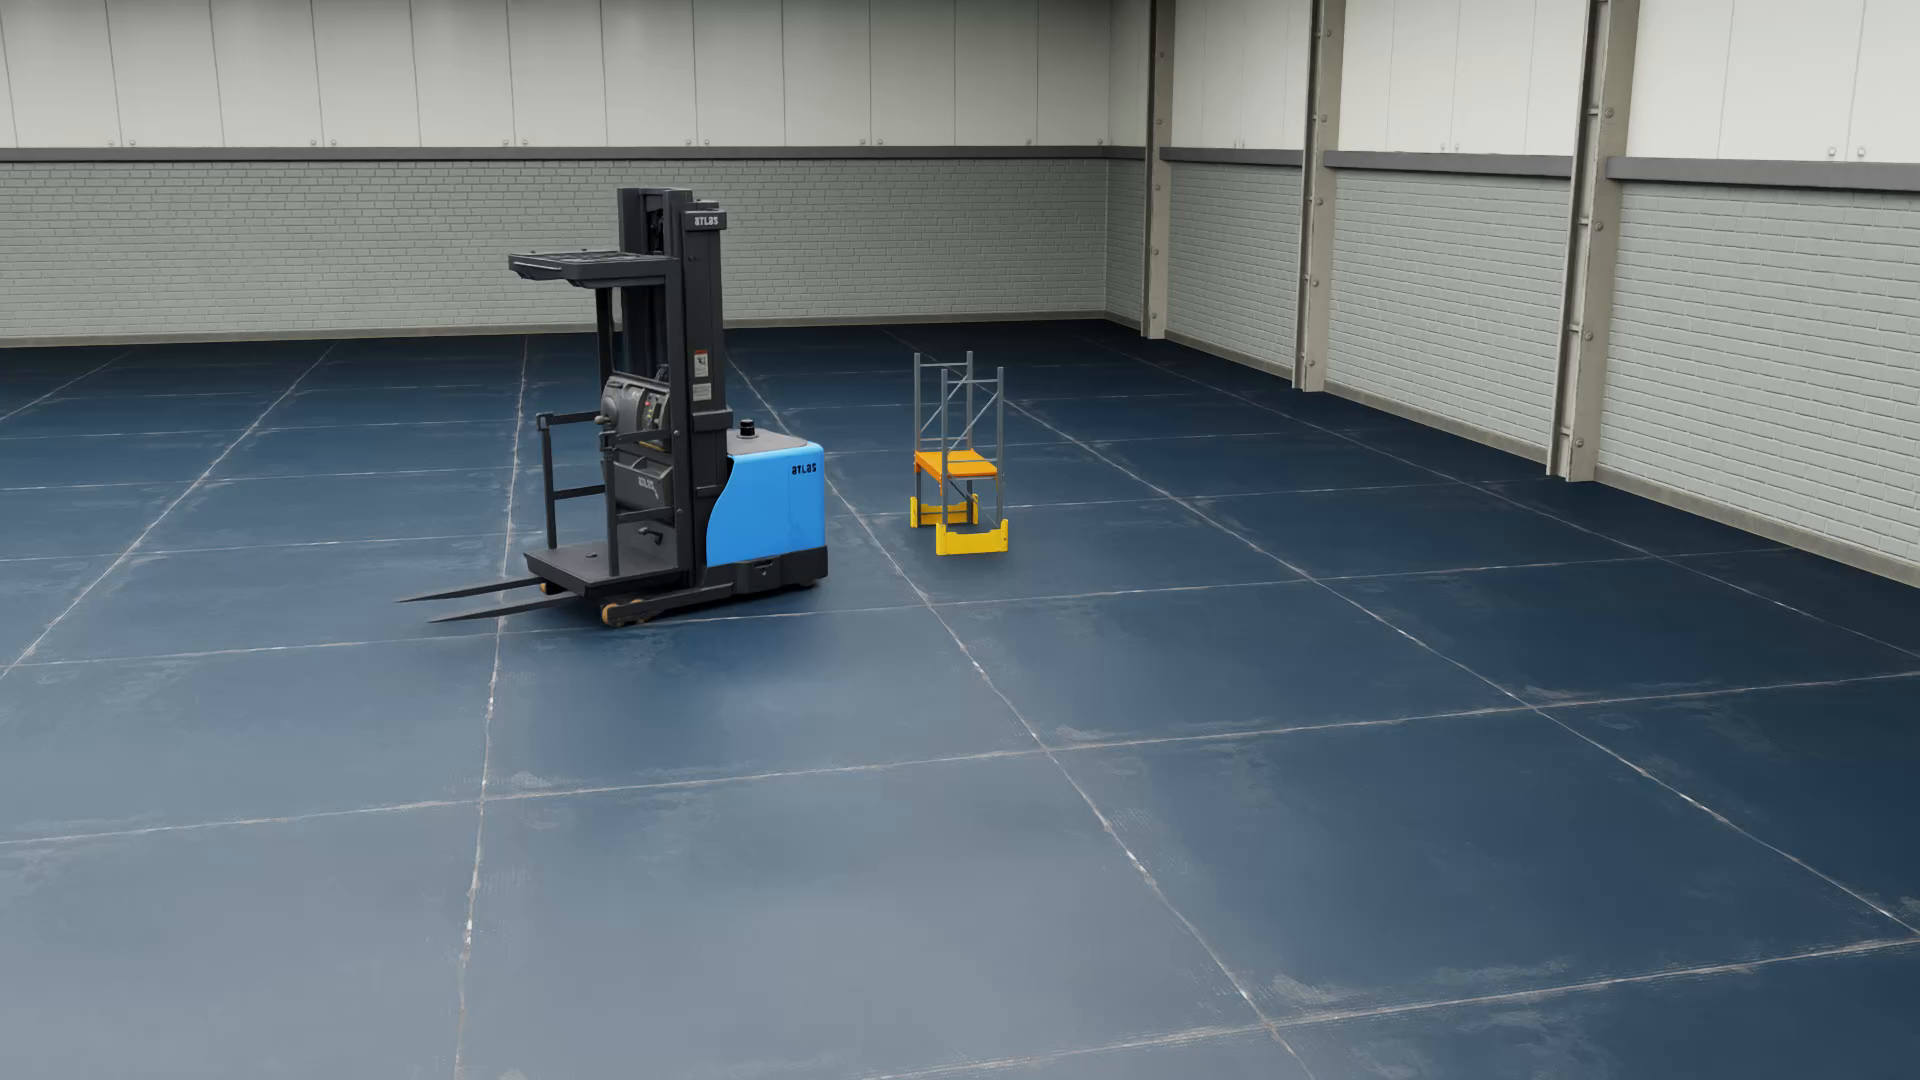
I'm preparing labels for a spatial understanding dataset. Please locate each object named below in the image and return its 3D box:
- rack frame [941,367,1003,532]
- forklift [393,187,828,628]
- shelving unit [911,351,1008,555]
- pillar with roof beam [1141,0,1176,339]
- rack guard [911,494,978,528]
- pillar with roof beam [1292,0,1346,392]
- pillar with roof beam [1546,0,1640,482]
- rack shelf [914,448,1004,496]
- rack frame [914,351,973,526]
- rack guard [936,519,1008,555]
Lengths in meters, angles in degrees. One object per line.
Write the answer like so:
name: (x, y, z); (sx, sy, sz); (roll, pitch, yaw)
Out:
rack frame: (0.099, -0.631, 13.350); (0.500, 1.500, 0.032); (-3, 14, -13)
forklift: (-2.467, -0.960, 11.681); (3.031, 2.935, 1.130); (-11, 17, -37)
shelving unit: (-0.018, -0.746, 13.821); (0.587, 1.500, 1.083); (-3, 14, -13)
pillar with roof beam: (-0.951, -7.522, 25.756); (9.100, 9.000, 0.400); (-3, 14, -13)
rack guard: (-0.135, -0.254, 14.440); (0.587, 0.250, 0.087); (-3, 14, -13)
pillar with roof beam: (0.459, -6.138, 20.090); (9.100, 9.000, 0.400); (-3, 14, -13)
pillar with roof beam: (1.868, -4.754, 14.425); (9.100, 9.000, 0.400); (-3, 14, -13)
rack shelf: (-0.020, -0.574, 13.872); (0.538, 0.185, 1.000); (-3, 14, -13)
rack frame: (-0.139, -0.866, 14.310); (0.500, 1.500, 0.032); (-3, 14, -13)
rack guard: (0.099, -0.024, 13.499); (0.587, 0.250, 0.087); (-3, 14, -13)
